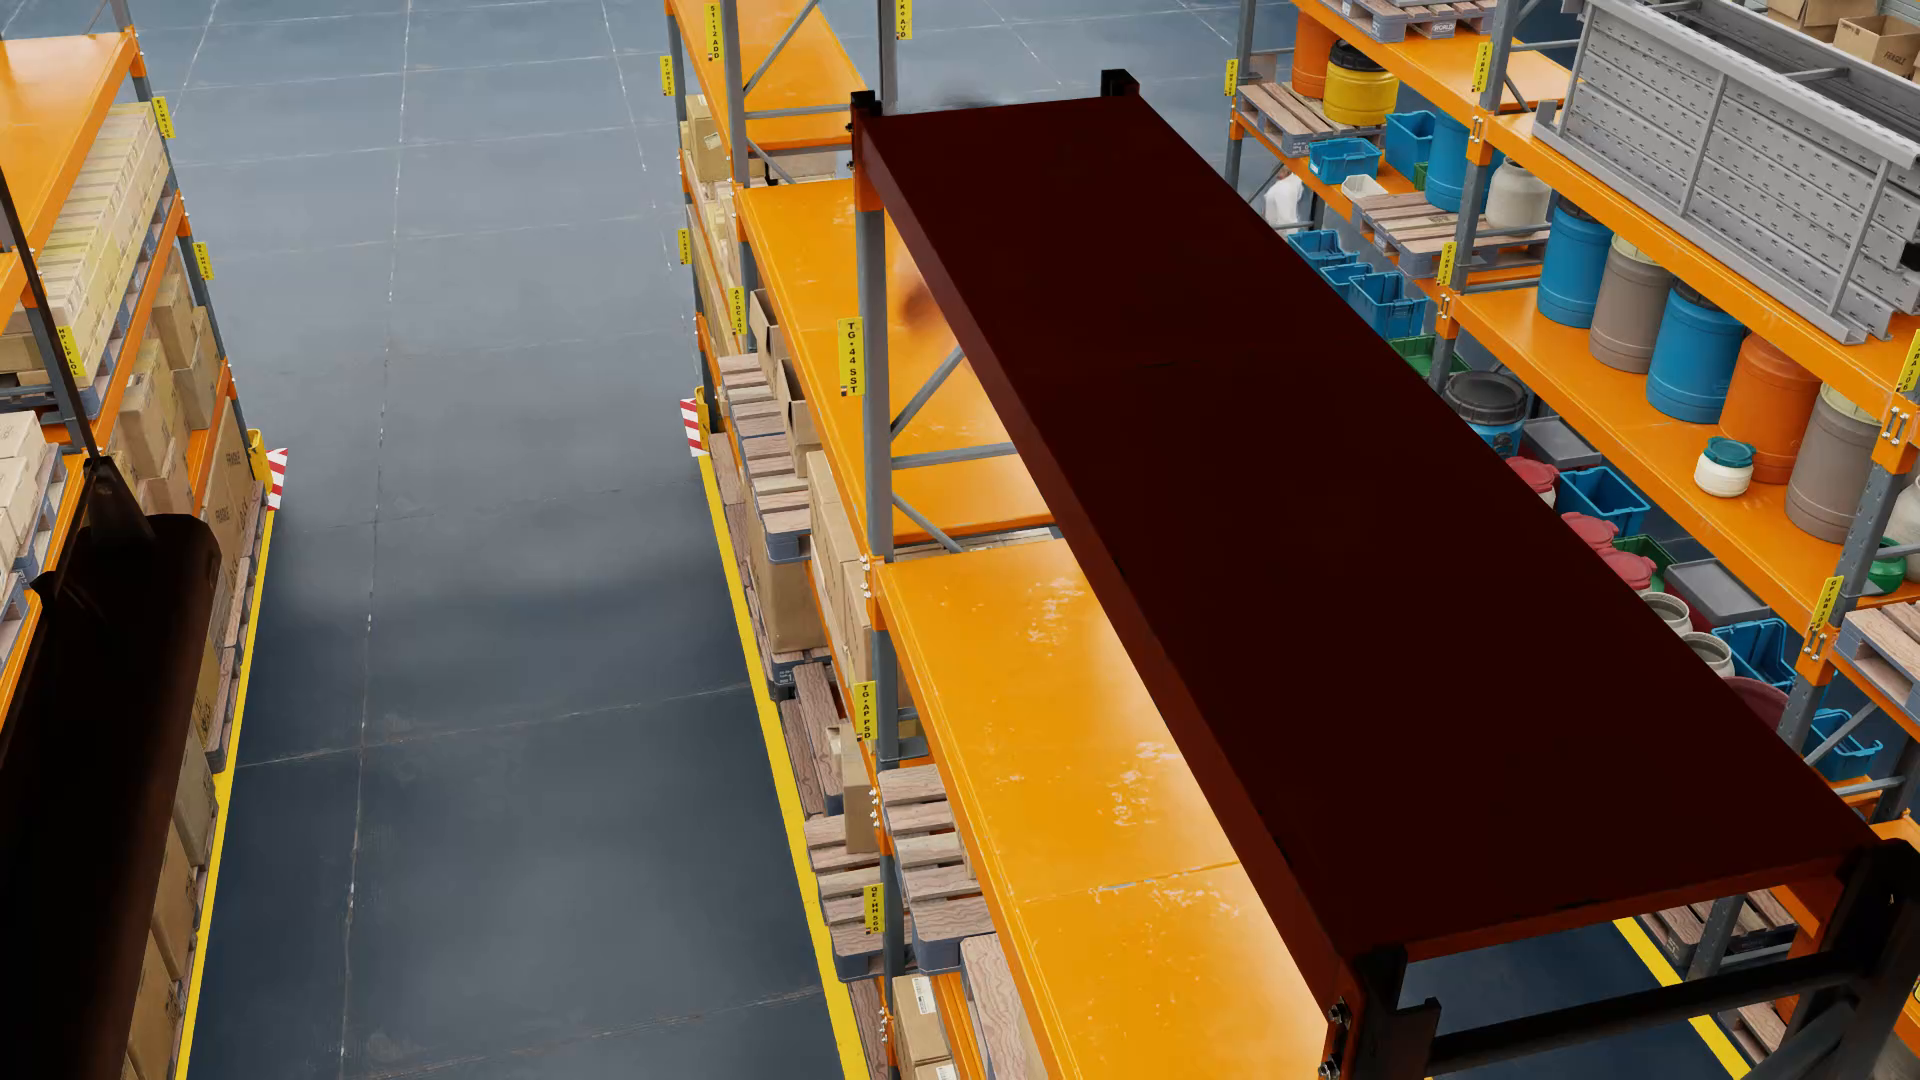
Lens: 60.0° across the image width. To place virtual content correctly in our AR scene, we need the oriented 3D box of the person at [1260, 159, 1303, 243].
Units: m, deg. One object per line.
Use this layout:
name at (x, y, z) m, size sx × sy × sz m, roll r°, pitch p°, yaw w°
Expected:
person at (3.268, -3.183, 17.225) m, size 0.570 × 1.718 × 0.772 m, roll 19°, pitch 39°, yaw 26°
